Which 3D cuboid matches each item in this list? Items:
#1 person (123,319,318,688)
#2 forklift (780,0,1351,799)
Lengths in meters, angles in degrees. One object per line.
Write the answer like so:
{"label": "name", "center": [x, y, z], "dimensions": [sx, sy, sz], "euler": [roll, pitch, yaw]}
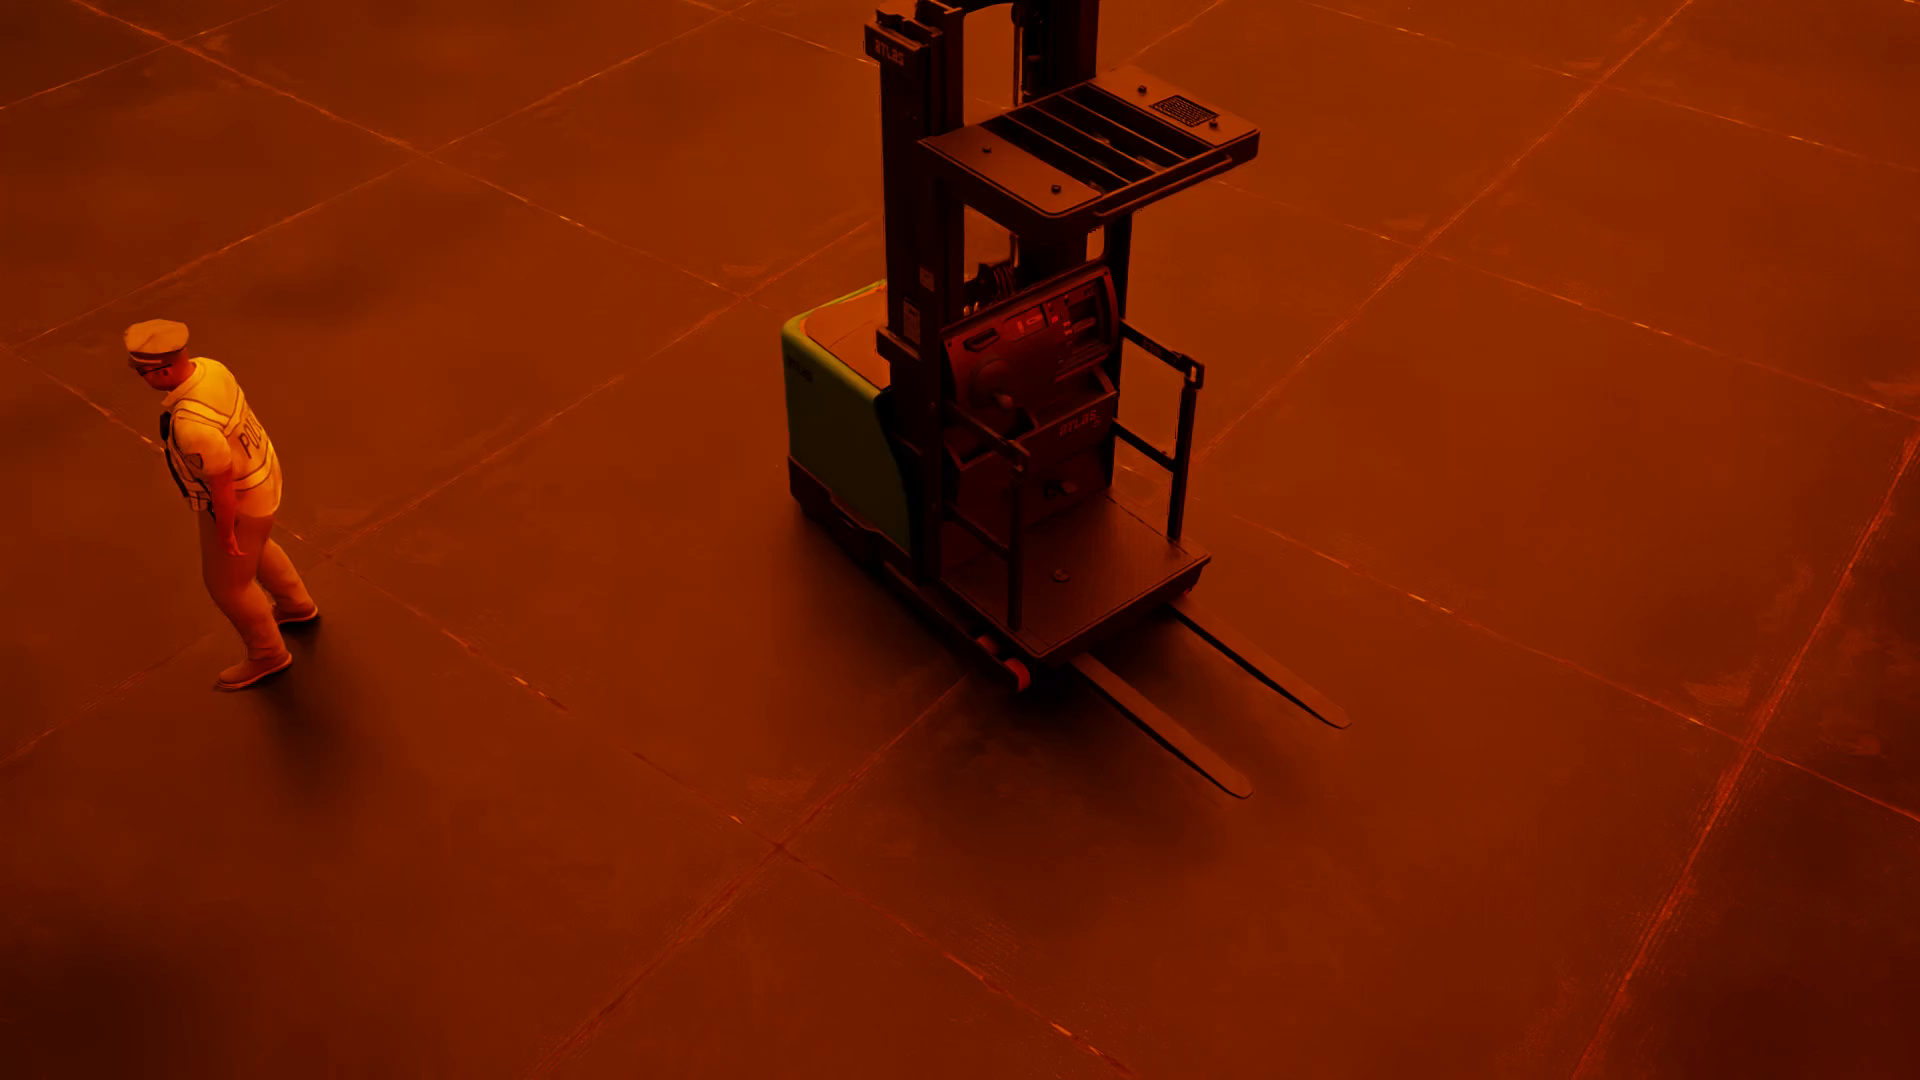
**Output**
{"label": "person", "center": [-3.188, -0.182, 7.215], "dimensions": [0.478, 1.762, 0.600], "euler": [-8, 41, -9]}
{"label": "forklift", "center": [0.451, -0.790, 7.001], "dimensions": [1.130, 2.935, 3.031], "euler": [-28, 48, -29]}
